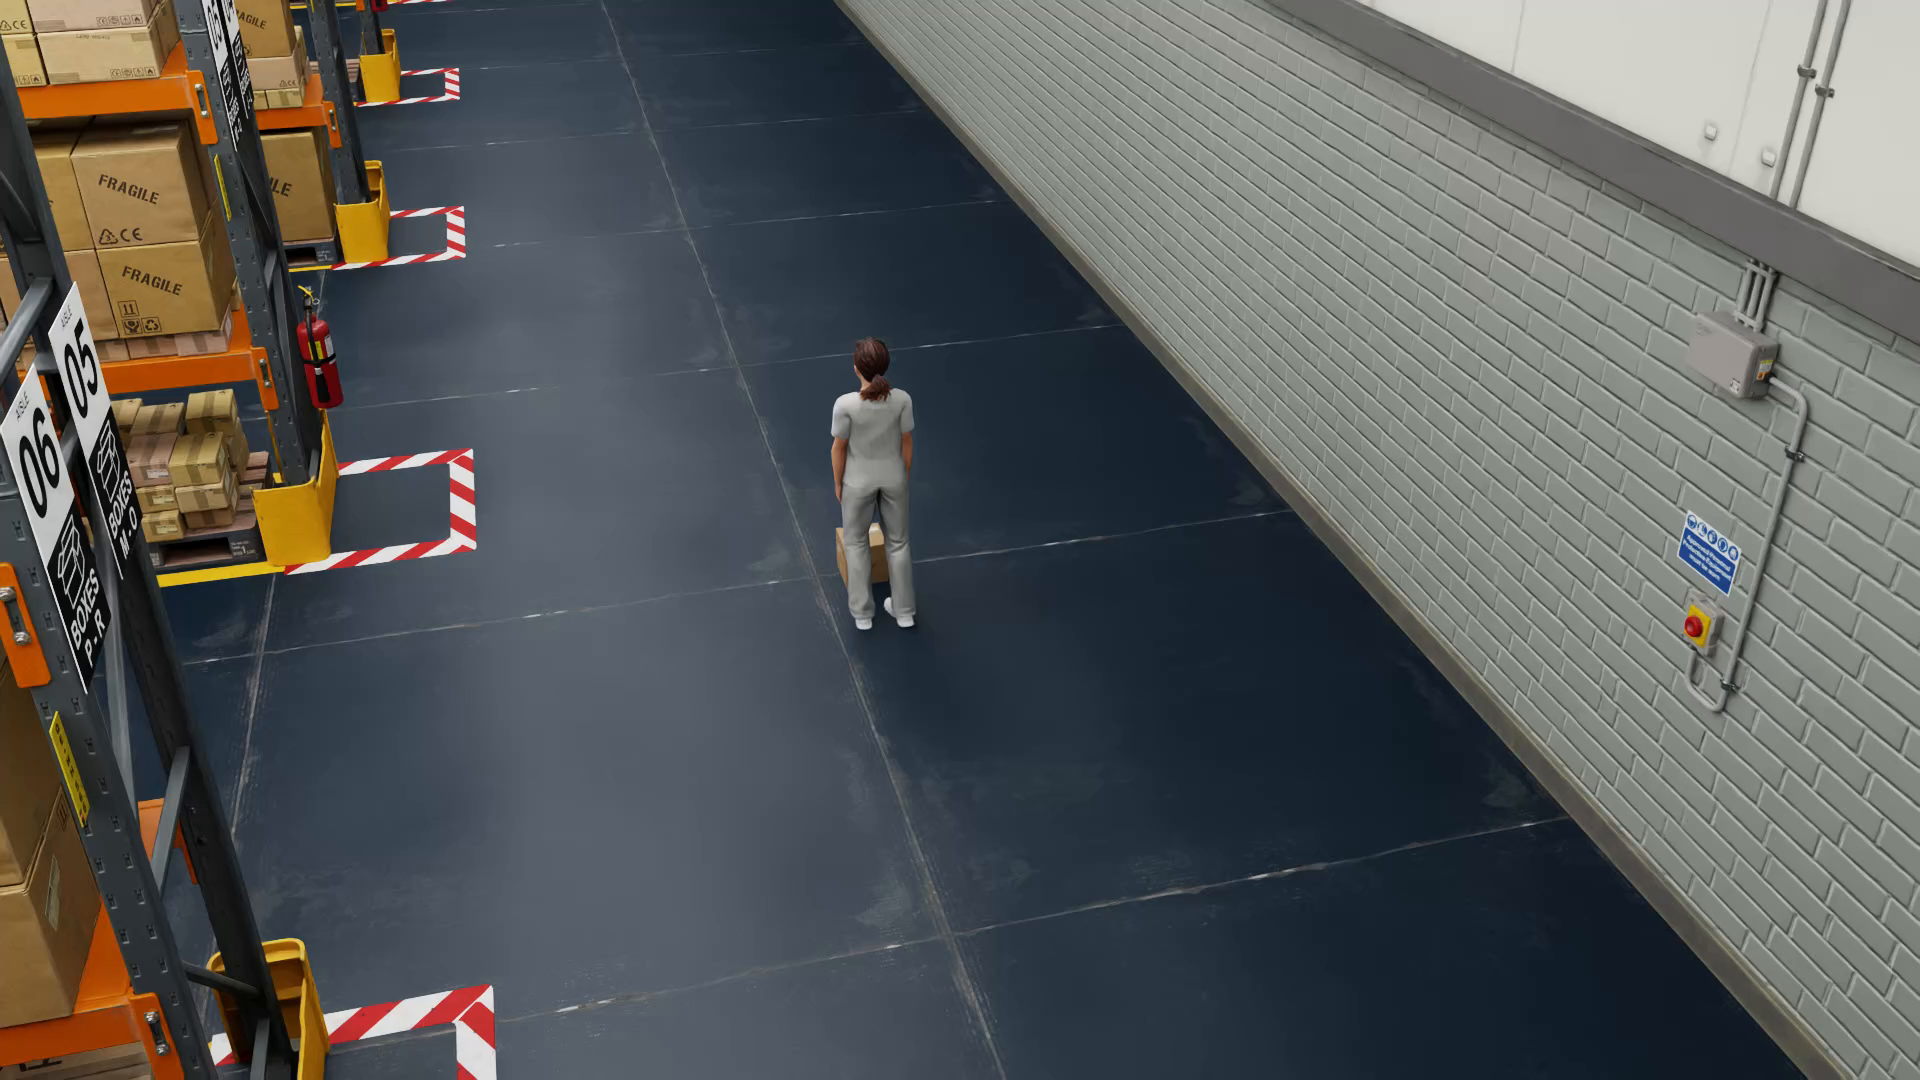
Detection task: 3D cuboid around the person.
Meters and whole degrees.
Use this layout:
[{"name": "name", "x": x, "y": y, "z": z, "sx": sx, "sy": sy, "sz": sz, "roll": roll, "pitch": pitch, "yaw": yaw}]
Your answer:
[{"name": "person", "x": -0.453, "y": -0.285, "z": 8.742, "sx": 0.437, "sy": 1.679, "sz": 0.374, "roll": -7, "pitch": 31, "yaw": -12}]
